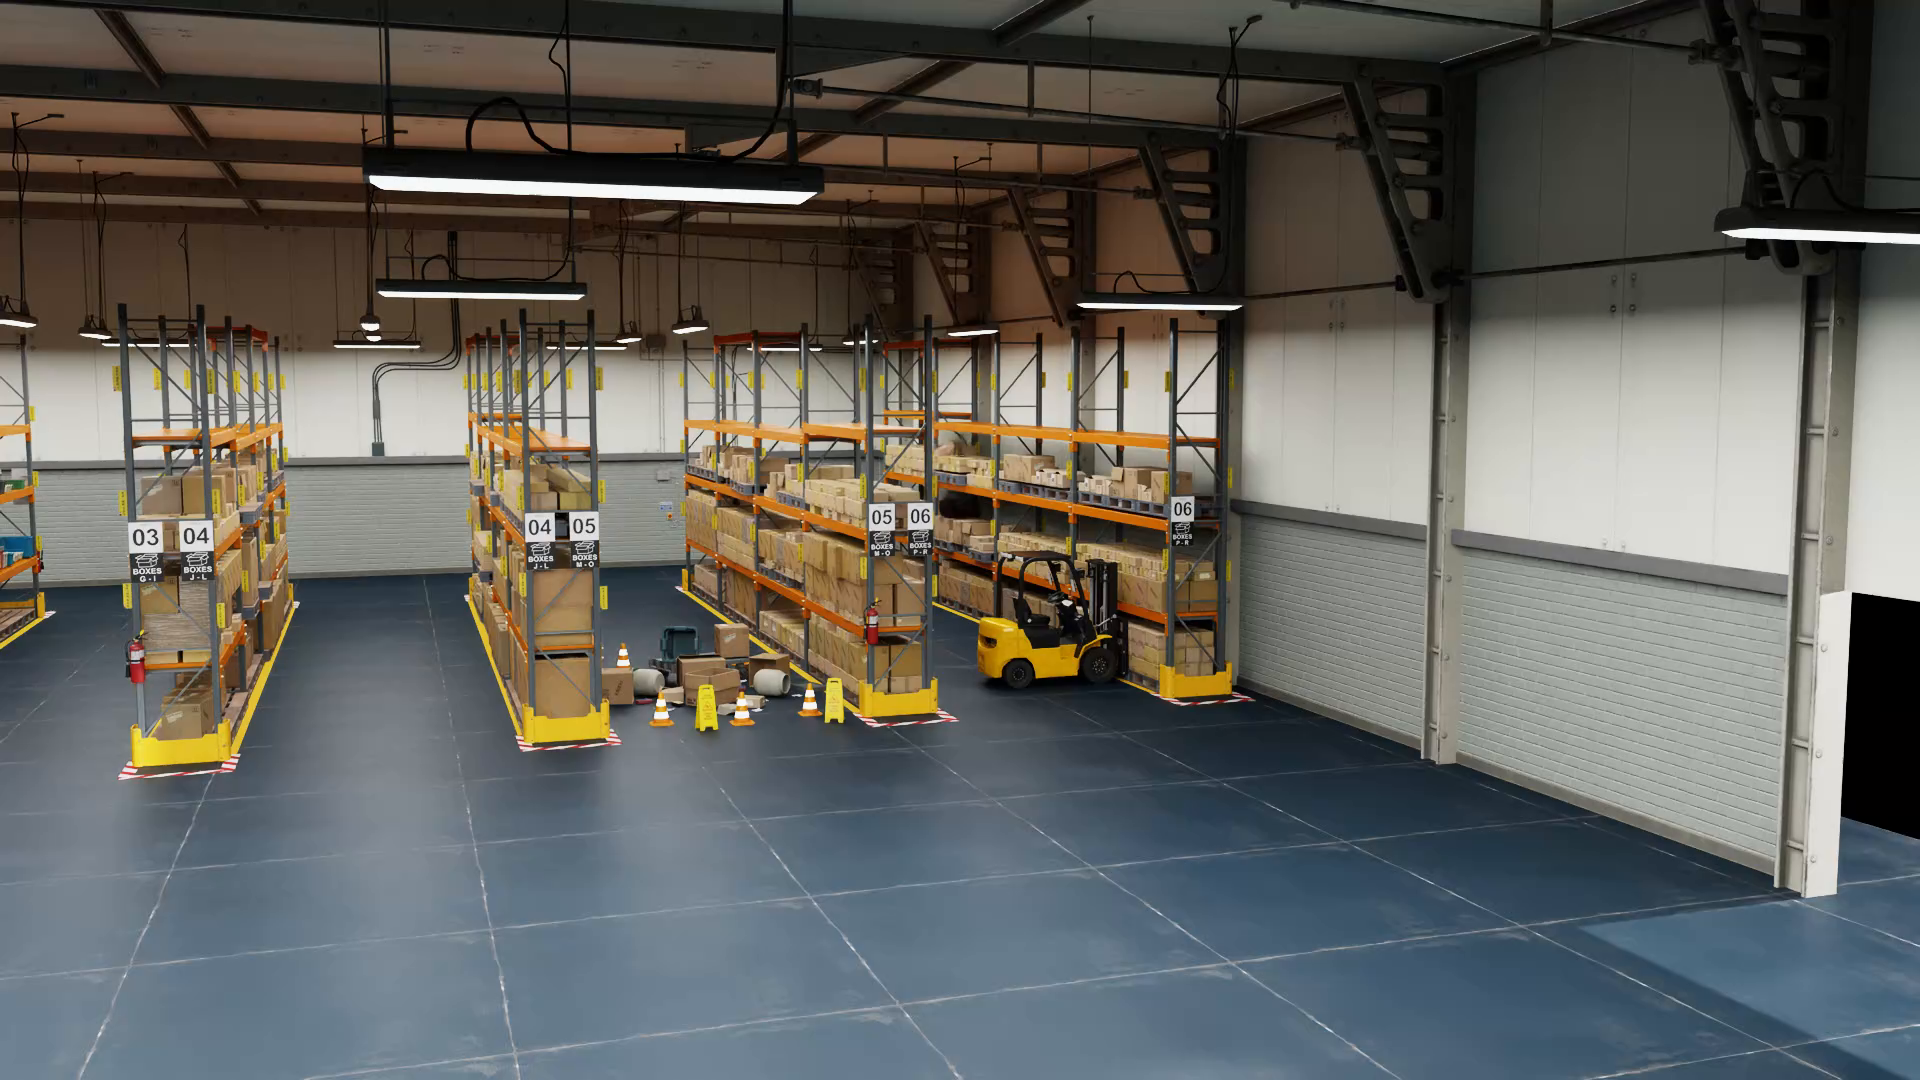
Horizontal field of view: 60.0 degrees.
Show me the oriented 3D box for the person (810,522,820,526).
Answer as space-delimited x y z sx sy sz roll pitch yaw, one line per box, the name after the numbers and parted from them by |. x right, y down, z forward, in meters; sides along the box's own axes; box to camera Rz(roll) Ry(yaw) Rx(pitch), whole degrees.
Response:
-3.506 0.217 38.285 0.653 1.859 1.028 -2 6 -20 | person
